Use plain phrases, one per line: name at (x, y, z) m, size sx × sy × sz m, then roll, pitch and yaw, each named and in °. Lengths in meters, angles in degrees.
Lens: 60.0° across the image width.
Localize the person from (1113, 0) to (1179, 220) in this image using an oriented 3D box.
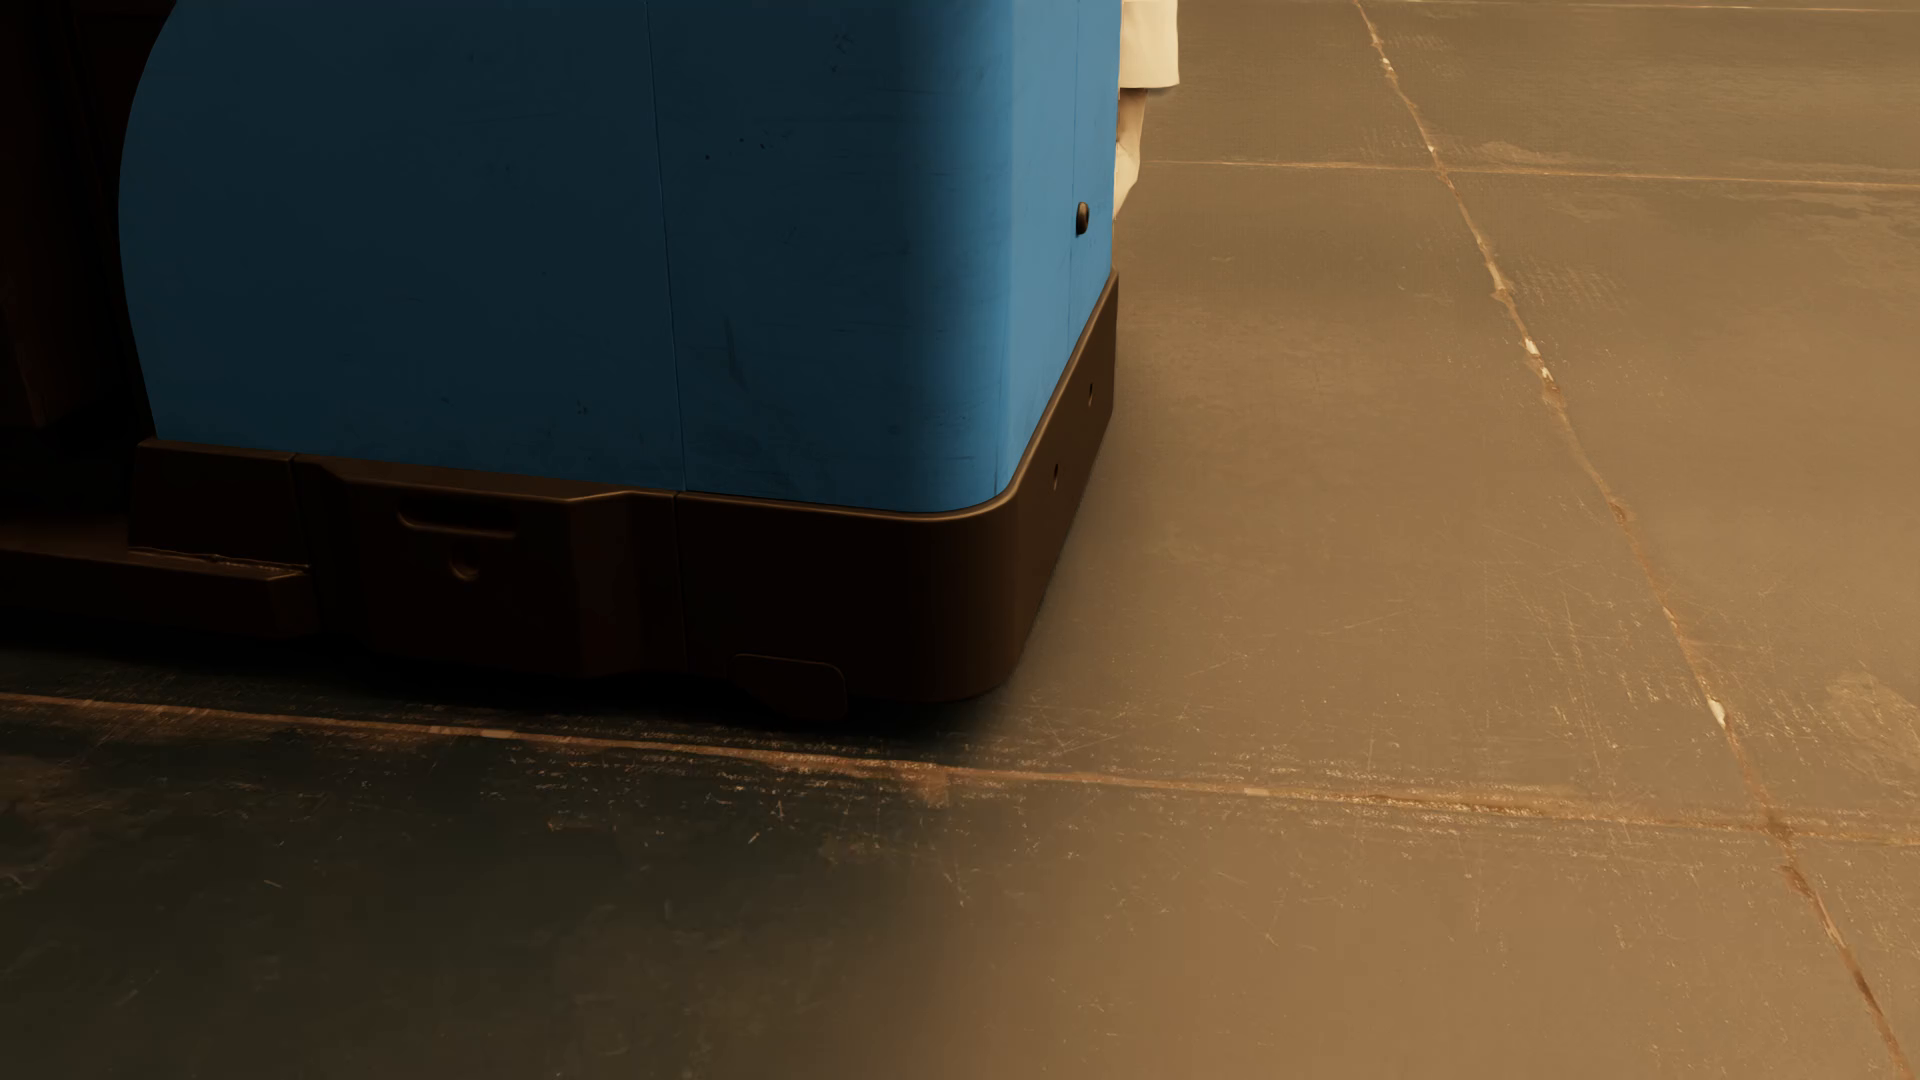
person at (0.072, -1.195, 3.295) m, size 0.780 × 1.543 × 1.011 m, roll -4°, pitch 27°, yaw -8°

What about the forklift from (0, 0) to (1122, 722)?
forklift at (-1.318, -1.424, 2.071) m, size 3.031 × 2.935 × 1.130 m, roll 6°, pitch 27°, yaw 11°
